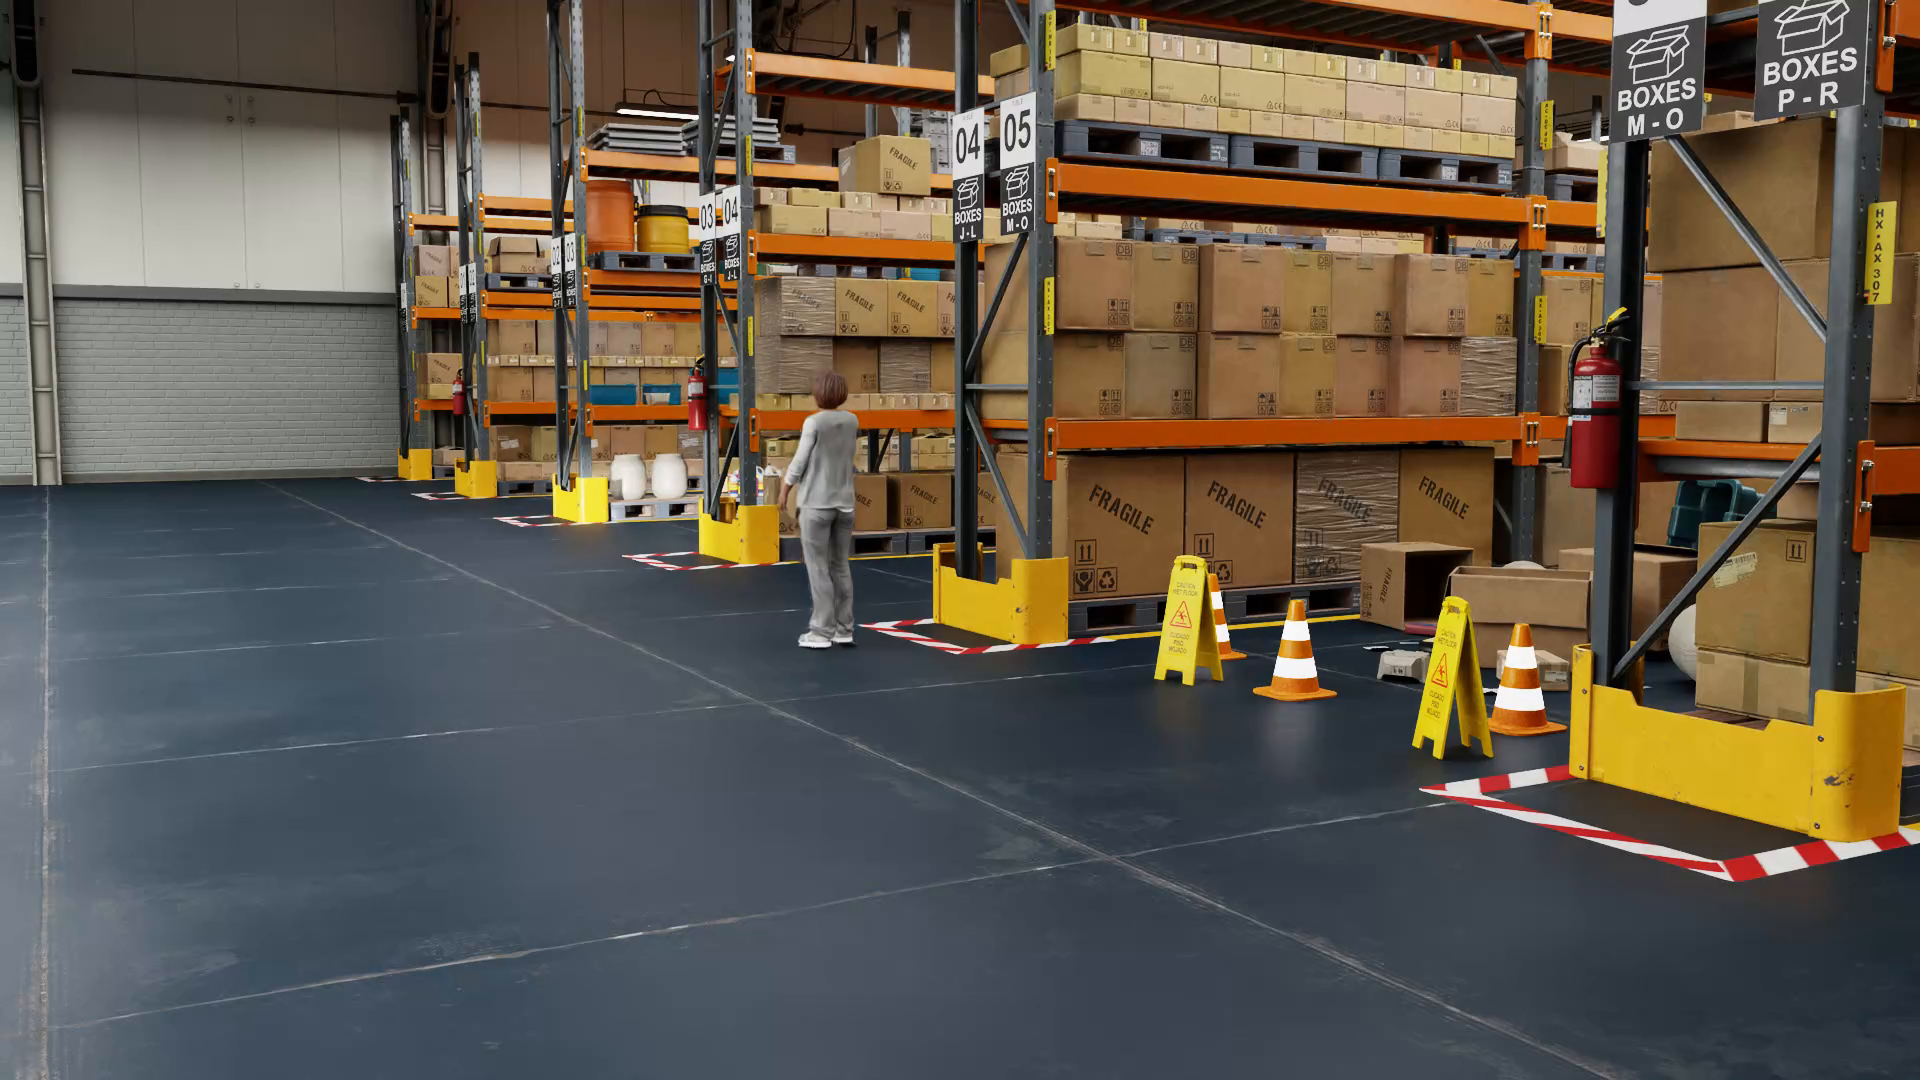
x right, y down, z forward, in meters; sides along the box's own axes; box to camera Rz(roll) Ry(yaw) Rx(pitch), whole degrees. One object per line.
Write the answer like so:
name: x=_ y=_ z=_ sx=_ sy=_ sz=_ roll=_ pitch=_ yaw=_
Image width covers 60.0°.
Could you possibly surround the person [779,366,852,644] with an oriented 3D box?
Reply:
person: x=-0.827 y=-0.195 z=9.611 sx=0.419 sy=1.606 sz=0.484 roll=0 pitch=5 yaw=2
